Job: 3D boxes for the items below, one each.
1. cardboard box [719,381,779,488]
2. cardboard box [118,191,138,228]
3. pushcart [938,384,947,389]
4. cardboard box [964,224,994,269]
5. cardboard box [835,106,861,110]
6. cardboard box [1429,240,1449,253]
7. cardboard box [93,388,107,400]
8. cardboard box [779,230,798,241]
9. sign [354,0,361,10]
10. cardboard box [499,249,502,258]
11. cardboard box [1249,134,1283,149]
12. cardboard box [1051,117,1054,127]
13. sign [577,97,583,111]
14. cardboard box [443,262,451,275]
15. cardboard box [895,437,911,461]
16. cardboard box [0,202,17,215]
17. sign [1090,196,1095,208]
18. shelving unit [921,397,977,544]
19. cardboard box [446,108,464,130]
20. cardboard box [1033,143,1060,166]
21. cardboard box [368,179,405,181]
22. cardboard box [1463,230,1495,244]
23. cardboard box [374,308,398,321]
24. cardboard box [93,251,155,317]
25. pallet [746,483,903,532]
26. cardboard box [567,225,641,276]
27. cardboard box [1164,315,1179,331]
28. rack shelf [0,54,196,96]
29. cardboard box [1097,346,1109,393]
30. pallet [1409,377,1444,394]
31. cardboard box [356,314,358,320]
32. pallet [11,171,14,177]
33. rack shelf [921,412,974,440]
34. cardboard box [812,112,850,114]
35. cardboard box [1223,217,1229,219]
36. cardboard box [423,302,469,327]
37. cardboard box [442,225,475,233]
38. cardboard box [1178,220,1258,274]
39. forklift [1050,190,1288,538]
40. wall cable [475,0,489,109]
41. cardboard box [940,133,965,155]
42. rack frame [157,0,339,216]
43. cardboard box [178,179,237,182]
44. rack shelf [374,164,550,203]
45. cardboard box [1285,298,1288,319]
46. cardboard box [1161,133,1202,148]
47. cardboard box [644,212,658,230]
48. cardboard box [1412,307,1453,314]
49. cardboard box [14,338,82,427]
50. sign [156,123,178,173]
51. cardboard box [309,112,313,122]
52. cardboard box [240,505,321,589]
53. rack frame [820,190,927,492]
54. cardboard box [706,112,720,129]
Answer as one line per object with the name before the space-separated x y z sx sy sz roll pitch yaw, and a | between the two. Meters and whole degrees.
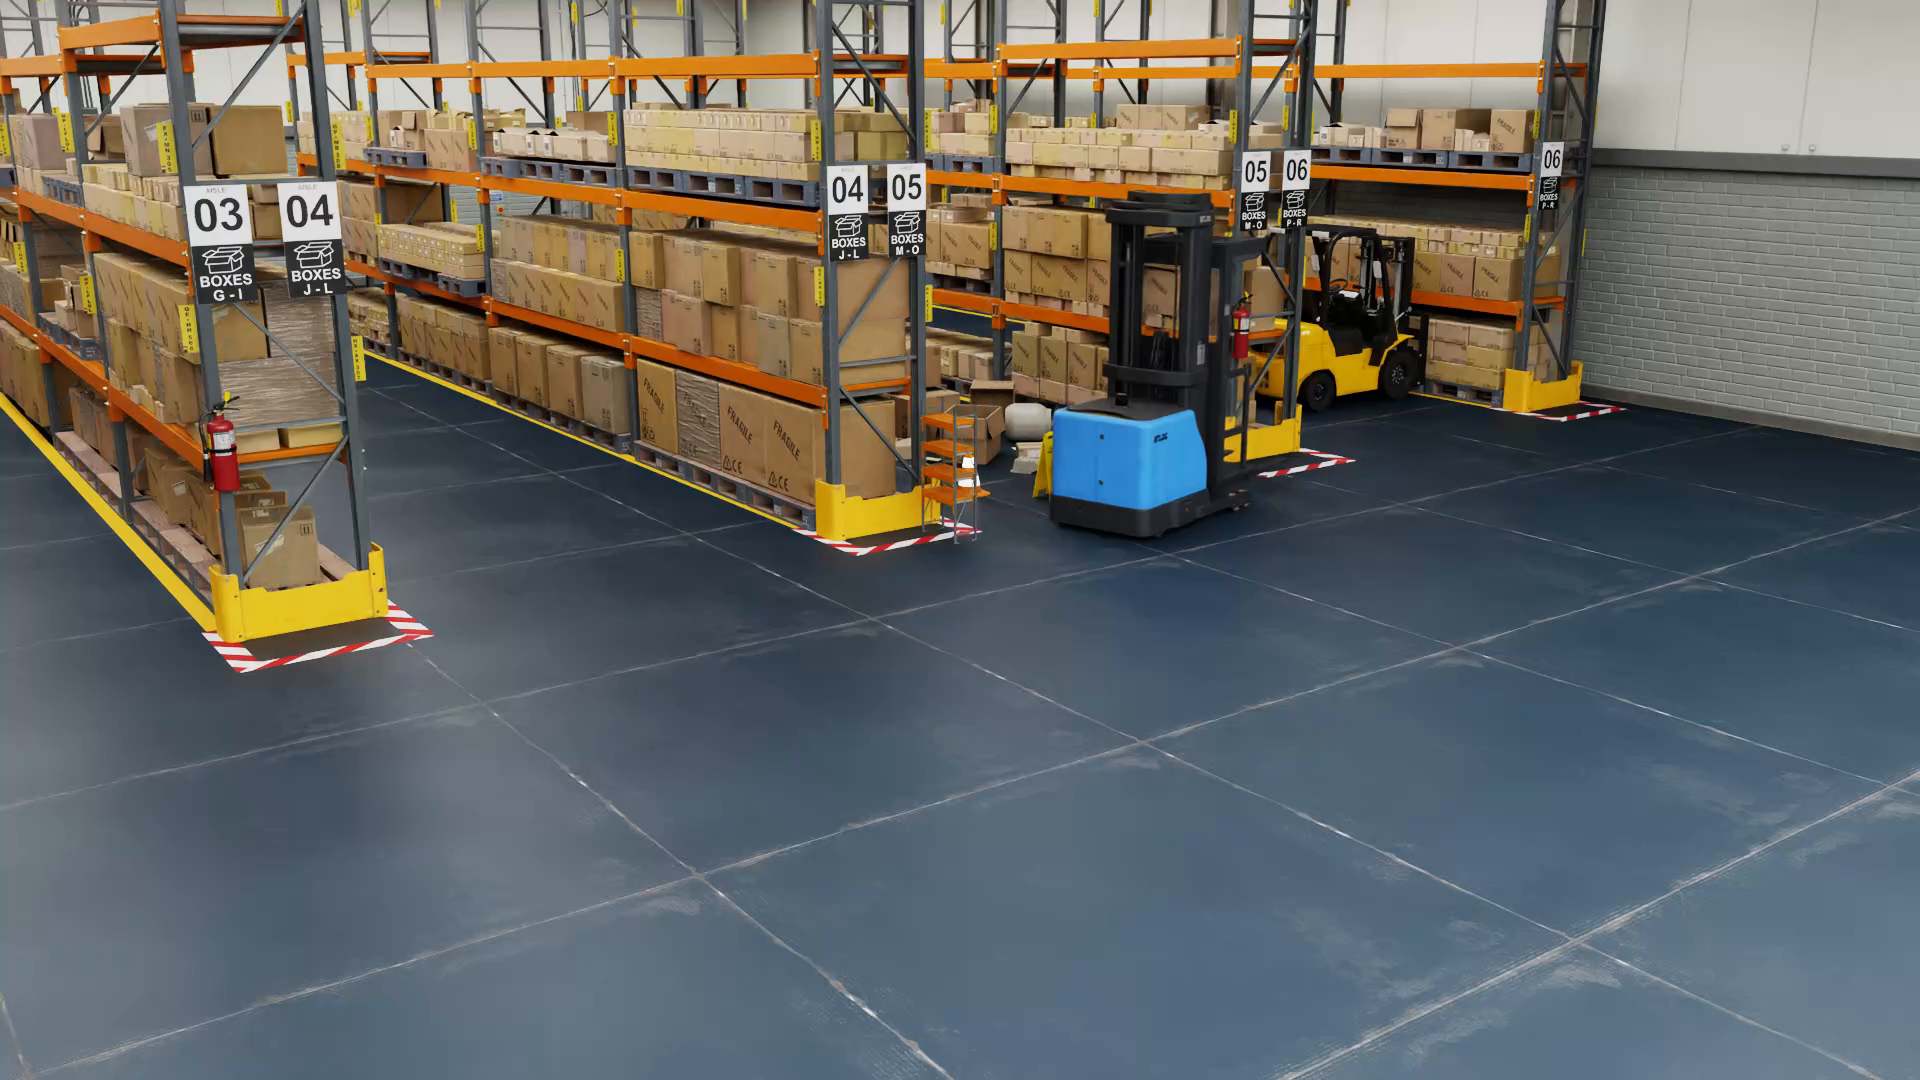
cardboard box | -1.714 -1.063 16.008 0.875 0.875 0.875 -11 19 -35
cardboard box | -6.193 -2.576 12.910 0.500 0.250 0.500 -11 19 -35
pushcart | -0.965 -1.578 19.627 0.936 0.377 1.648 10 18 33
cardboard box | 0.393 -3.665 20.735 0.500 0.500 0.500 -11 19 -36
cardboard box | -2.135 -8.166 31.823 0.500 0.250 0.500 -11 19 -35
cardboard box | 6.175 -3.735 21.124 0.380 0.149 0.250 -12 19 -36
cardboard box | -8.780 -1.641 17.372 0.500 0.250 0.500 -8 17 -28
cardboard box | -2.297 -4.403 24.319 0.500 0.250 0.500 -11 19 -36
sign | -8.248 -7.428 22.749 0.100 0.325 0.005 -11 19 -35
cardboard box | -5.729 -3.688 21.487 0.380 0.149 0.250 -10 18 -32
cardboard box | 3.158 -4.171 17.417 0.380 0.149 0.250 -11 19 -35
cardboard box | 1.688 -6.753 26.850 0.380 0.149 0.250 -11 19 -35
sign | -6.658 -7.591 29.143 0.100 0.325 0.005 -11 19 -35
cardboard box | -6.404 -3.495 21.344 0.380 0.149 0.250 -10 18 -34
cardboard box | -0.594 -1.018 17.791 0.396 0.266 0.258 -7 17 -25
cardboard box | -13.723 -4.601 24.005 0.500 0.500 0.500 -11 19 -34
sign | 2.078 -5.267 26.094 0.100 0.325 0.005 -11 19 -35
shelving unit | -0.097 -0.614 14.547 0.258 1.200 0.503 -11 19 -35
cardboard box | -6.208 -5.289 20.897 0.396 0.266 0.258 -11 19 -35
cardboard box | 1.198 -4.480 19.301 0.500 0.250 0.500 -11 19 -35
cardboard box | -8.755 -5.264 25.481 0.500 0.500 0.500 -12 19 -36
cardboard box | 6.488 -3.772 20.695 0.380 0.149 0.250 -10 18 -33
cardboard box | -8.400 -3.324 24.517 0.380 0.149 0.250 -11 19 -34
cardboard box | -7.107 -2.208 14.313 0.500 0.500 0.500 -11 19 -35
pallet | -1.276 -0.377 15.553 1.003 0.211 1.213 -11 19 -35
cardboard box | -3.992 -3.271 18.760 0.700 0.500 0.500 -11 19 -34
cardboard box | 2.437 -2.374 18.042 0.380 0.149 0.250 -11 19 -35
rack shelf | -8.342 -4.450 15.909 1.077 0.370 4.000 -11 19 -35
cardboard box | 1.919 -1.942 18.980 0.500 0.500 0.500 -11 19 -36
pallet | 6.018 -2.197 22.202 1.003 0.211 1.213 -11 19 -35
cardboard box | -9.079 -3.469 25.610 0.380 0.149 0.250 -10 18 -32
pallet | -11.291 -4.544 20.176 0.805 0.209 1.217 -12 19 -37
rack shelf | -0.097 -0.993 14.443 0.258 0.148 0.480 -11 19 -35
cardboard box | -1.127 -3.807 15.103 0.380 0.149 0.250 -11 19 -34
cardboard box | 4.123 -4.728 24.752 0.380 0.149 0.250 -11 19 -35
cardboard box | -6.966 -3.063 22.603 0.500 0.250 0.500 -10 18 -32
cardboard box | -6.941 -4.270 23.048 0.380 0.149 0.250 -11 19 -35
cardboard box | 2.725 -3.102 17.582 0.700 0.500 0.500 -11 19 -36
forklift | 2.110 -1.758 15.448 1.130 2.935 3.031 12 19 36
wall cable | -9.778 -9.834 33.461 0.463 3.000 0.029 -11 19 -35
cardboard box | 0.096 -4.995 20.952 0.500 0.250 0.500 -11 19 -34
rack frame | -4.814 -3.709 11.080 1.000 3.000 0.127 -11 19 -35
cardboard box | -5.288 -2.466 11.752 0.380 0.149 0.250 -12 19 -36
rack shelf | -6.622 -4.798 22.107 1.077 0.370 4.000 -11 19 -35
cardboard box | 4.547 -3.145 24.089 0.875 0.625 0.625 -10 18 -32
cardboard box | 2.371 -4.265 17.759 0.380 0.149 0.250 -11 19 -34
cardboard box | -4.948 -5.237 27.840 0.500 0.500 0.500 -11 19 -35
cardboard box | 6.208 -2.940 22.155 0.500 0.250 0.500 -11 19 -36
cardboard box | -9.907 -1.852 18.888 1.225 0.875 0.875 -12 19 -37
sign | -5.275 -2.607 11.060 0.100 0.325 0.005 -11 19 -35
cardboard box | -9.766 -6.505 25.560 0.380 0.149 0.250 -11 19 -34
cardboard box | -5.168 0.052 12.643 0.500 0.500 0.500 -7 17 -24
rack frame | -0.743 -1.563 14.606 1.000 3.000 0.127 -11 19 -35
cardboard box | -2.112 -3.869 15.329 0.380 0.149 0.250 -11 19 -34
